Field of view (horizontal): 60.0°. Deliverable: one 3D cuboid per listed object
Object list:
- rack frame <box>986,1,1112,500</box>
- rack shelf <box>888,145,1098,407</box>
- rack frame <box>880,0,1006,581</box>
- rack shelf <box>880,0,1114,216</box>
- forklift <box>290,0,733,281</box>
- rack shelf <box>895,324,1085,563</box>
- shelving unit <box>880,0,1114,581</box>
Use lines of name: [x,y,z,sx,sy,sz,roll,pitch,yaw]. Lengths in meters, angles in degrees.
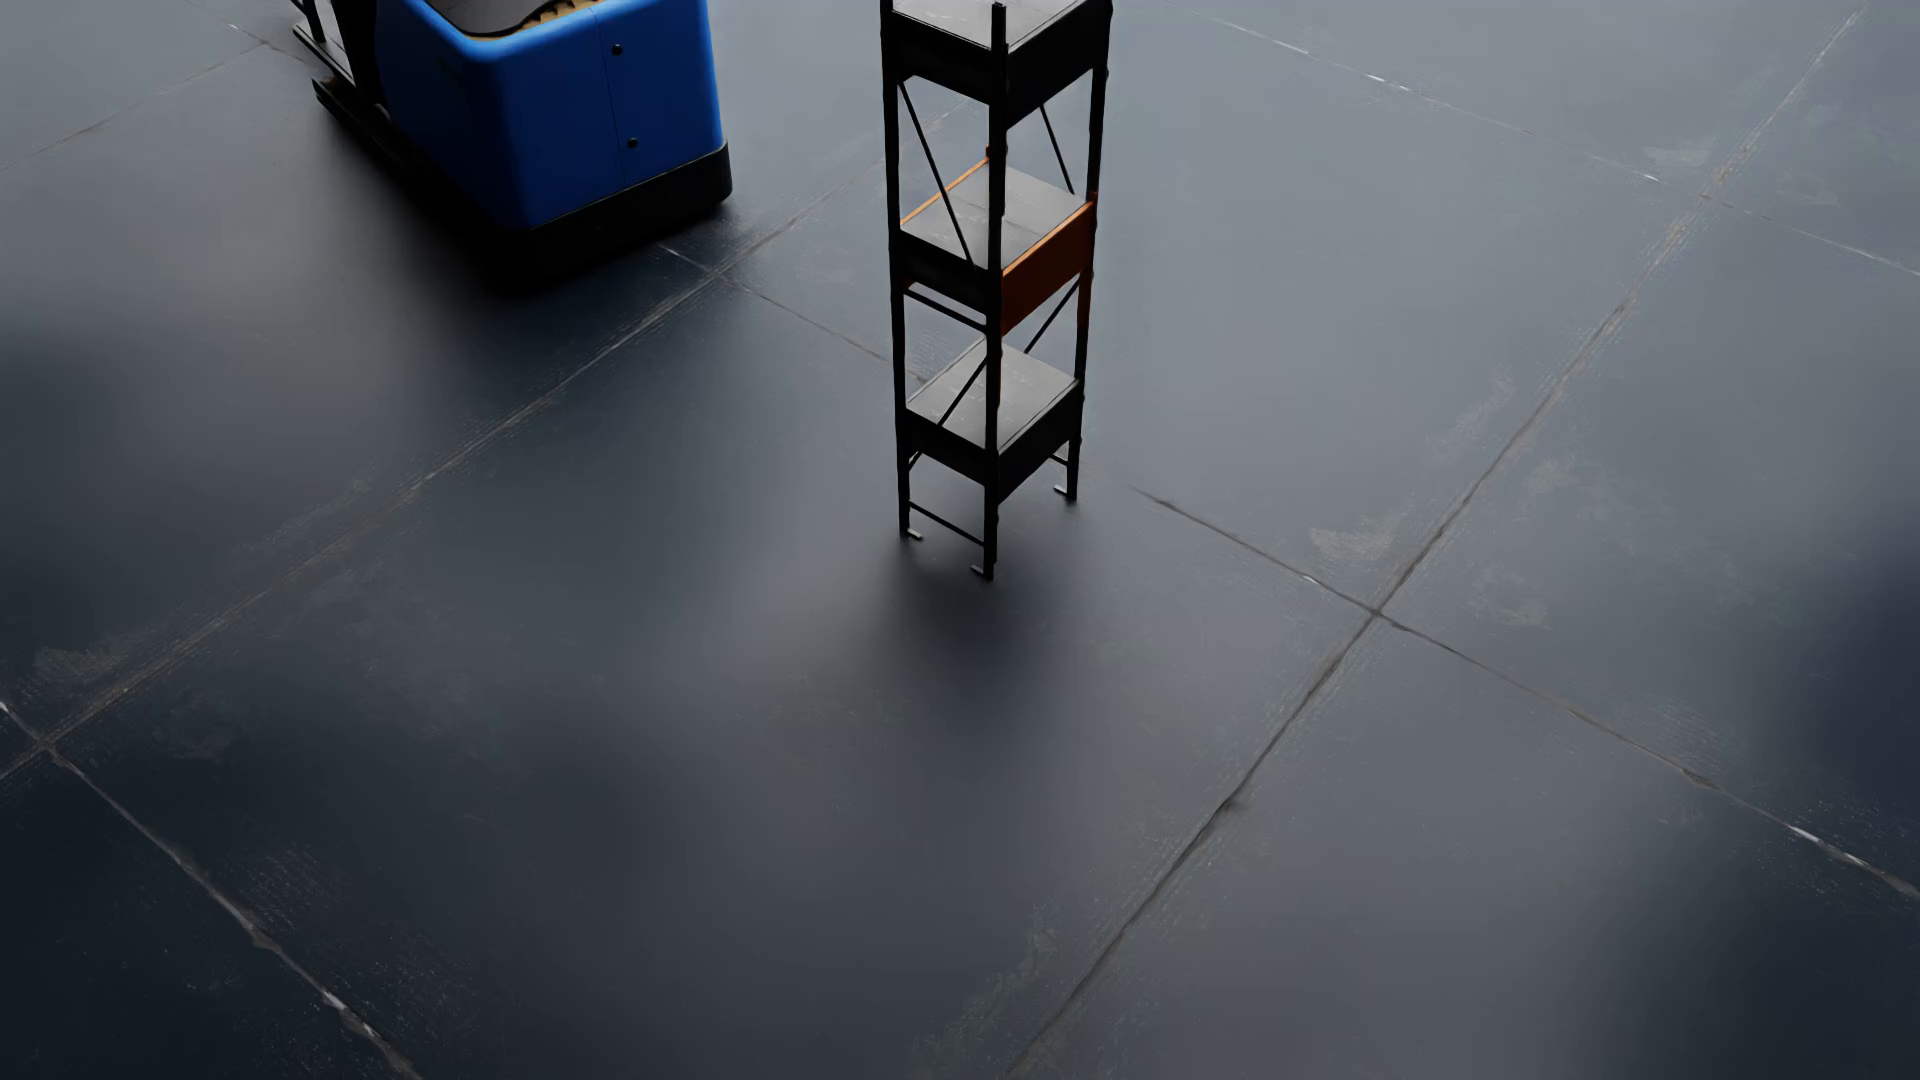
rack frame: [0.250,-0.960,5.215,0.400,2.100,0.015,29,53,25]
rack shelf: [0.101,-0.811,5.091,0.431,0.518,0.480,29,53,25]
rack frame: [-0.048,-0.680,4.948,0.400,2.100,0.015,29,53,25]
rack shelf: [0.101,-1.294,4.585,0.431,0.518,0.480,29,53,25]
forklift: [-2.284,-3.053,6.640,1.130,2.935,3.031,-30,53,-26]
rack shelf: [0.101,-0.327,5.597,0.431,0.518,0.480,29,53,25]
shelving unit: [0.101,-0.820,5.081,0.431,2.100,0.503,29,53,25]
